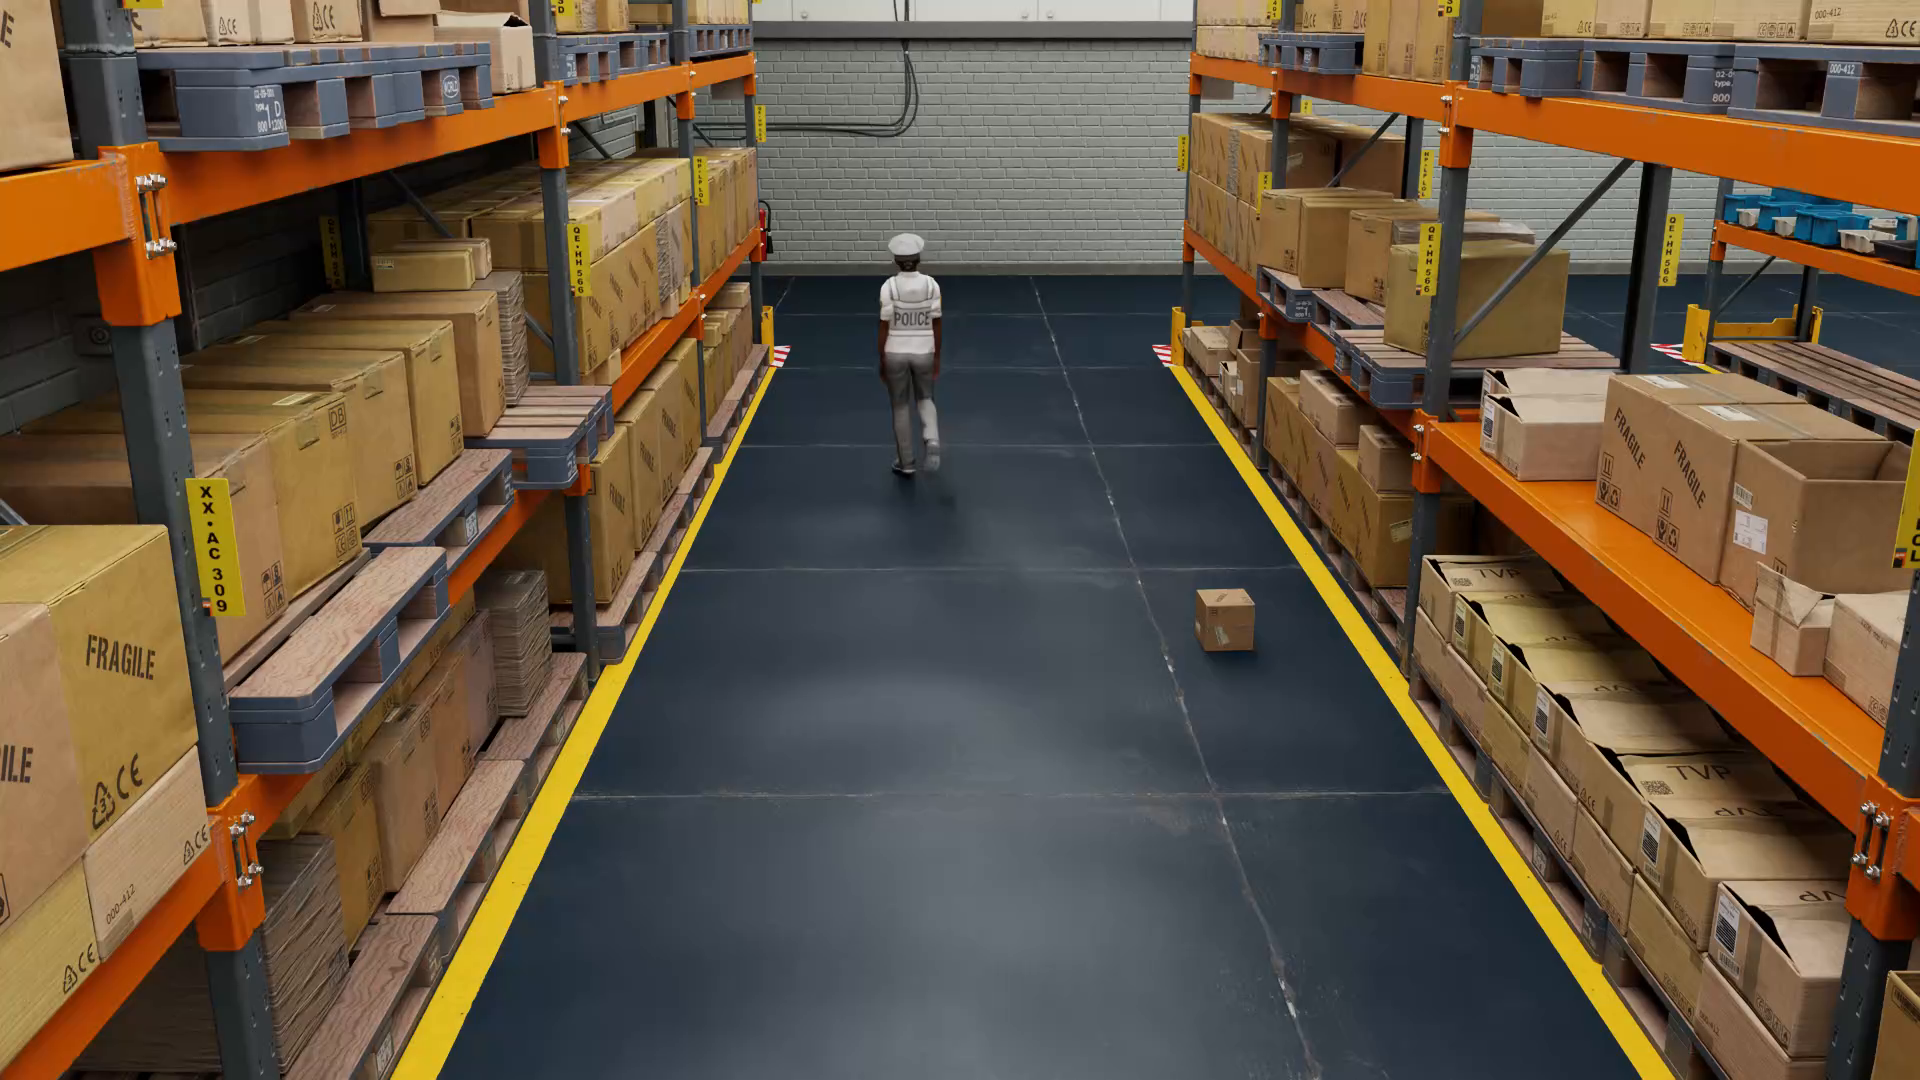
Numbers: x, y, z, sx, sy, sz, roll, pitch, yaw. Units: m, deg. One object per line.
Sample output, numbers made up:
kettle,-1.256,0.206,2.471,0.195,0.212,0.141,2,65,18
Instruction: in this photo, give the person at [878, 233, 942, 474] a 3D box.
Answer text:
person,-0.344,-1.272,11.531,0.444,1.676,0.483,-5,18,-14
